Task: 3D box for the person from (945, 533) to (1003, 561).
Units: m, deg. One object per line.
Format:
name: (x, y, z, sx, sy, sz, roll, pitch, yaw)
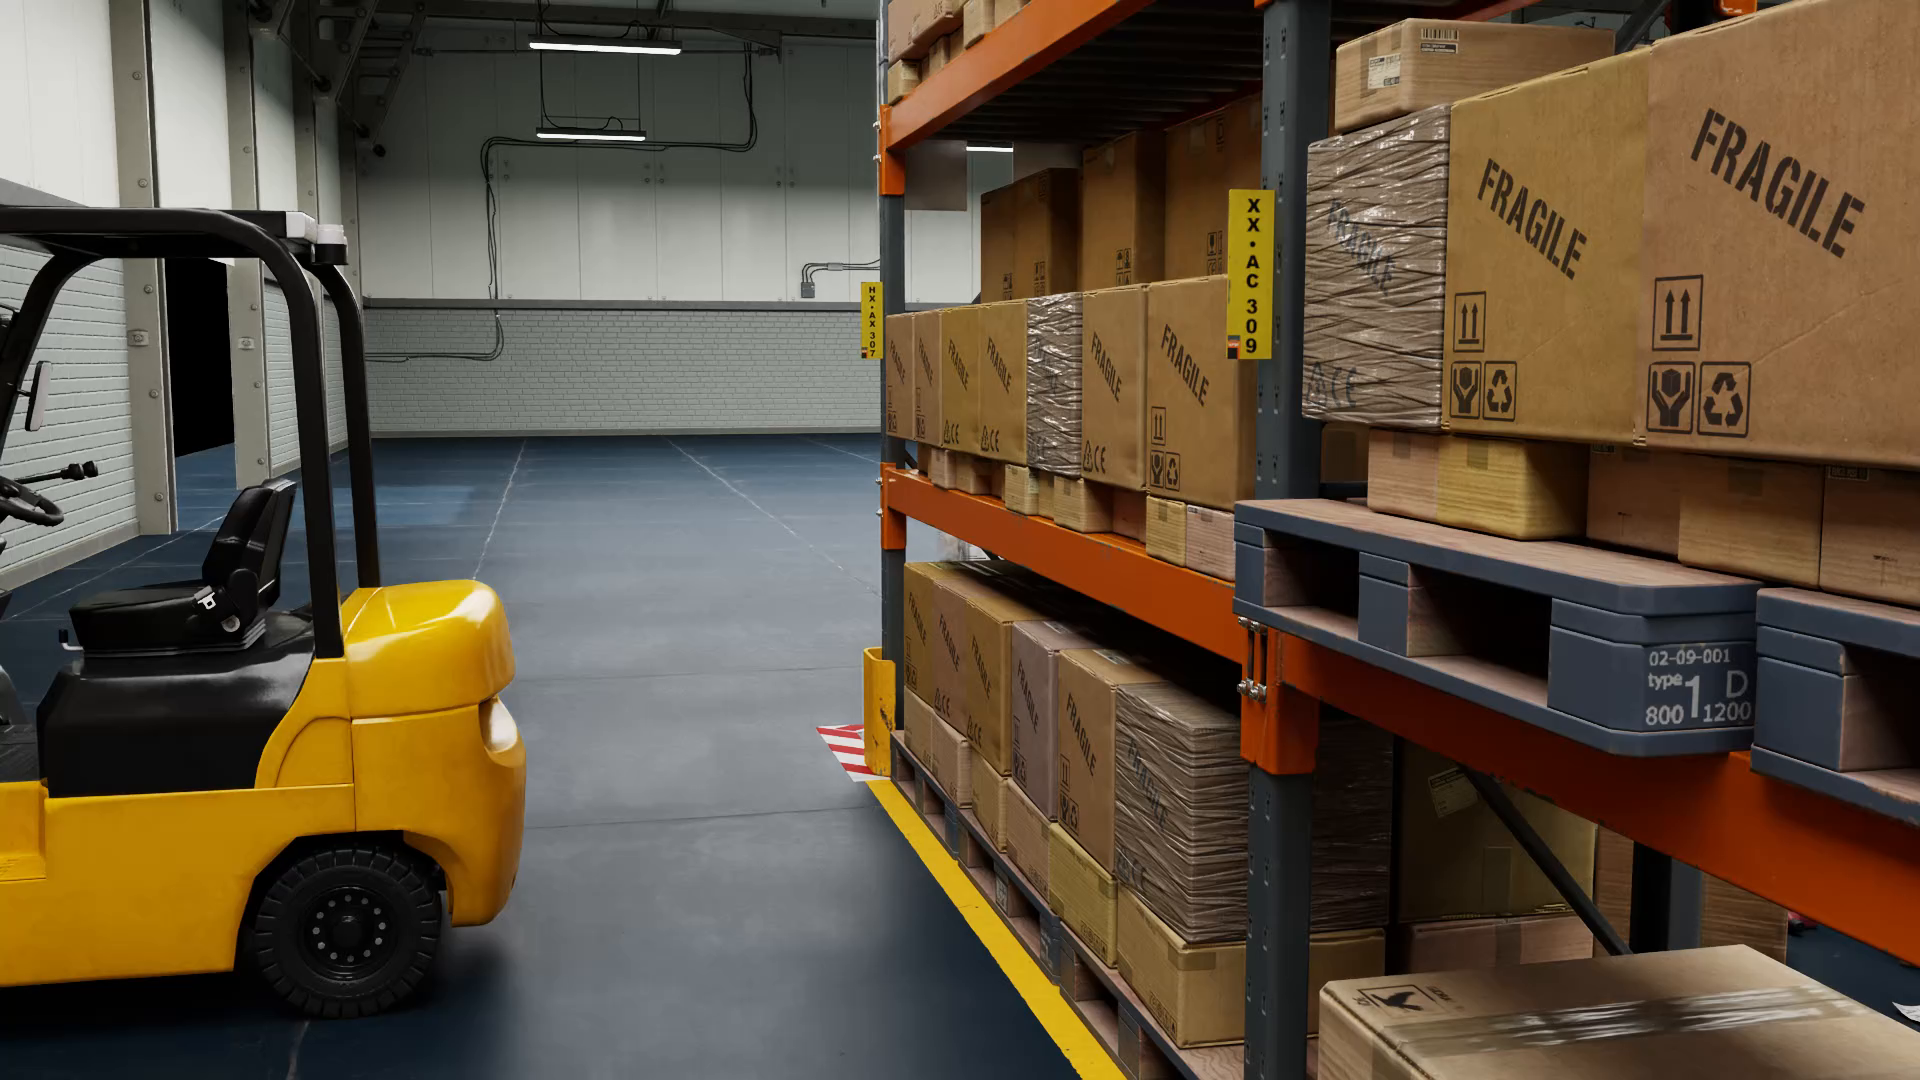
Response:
person: (0.171, 0.166, 10.510, 0.509, 0.953, 0.868, -2, 6, -15)
